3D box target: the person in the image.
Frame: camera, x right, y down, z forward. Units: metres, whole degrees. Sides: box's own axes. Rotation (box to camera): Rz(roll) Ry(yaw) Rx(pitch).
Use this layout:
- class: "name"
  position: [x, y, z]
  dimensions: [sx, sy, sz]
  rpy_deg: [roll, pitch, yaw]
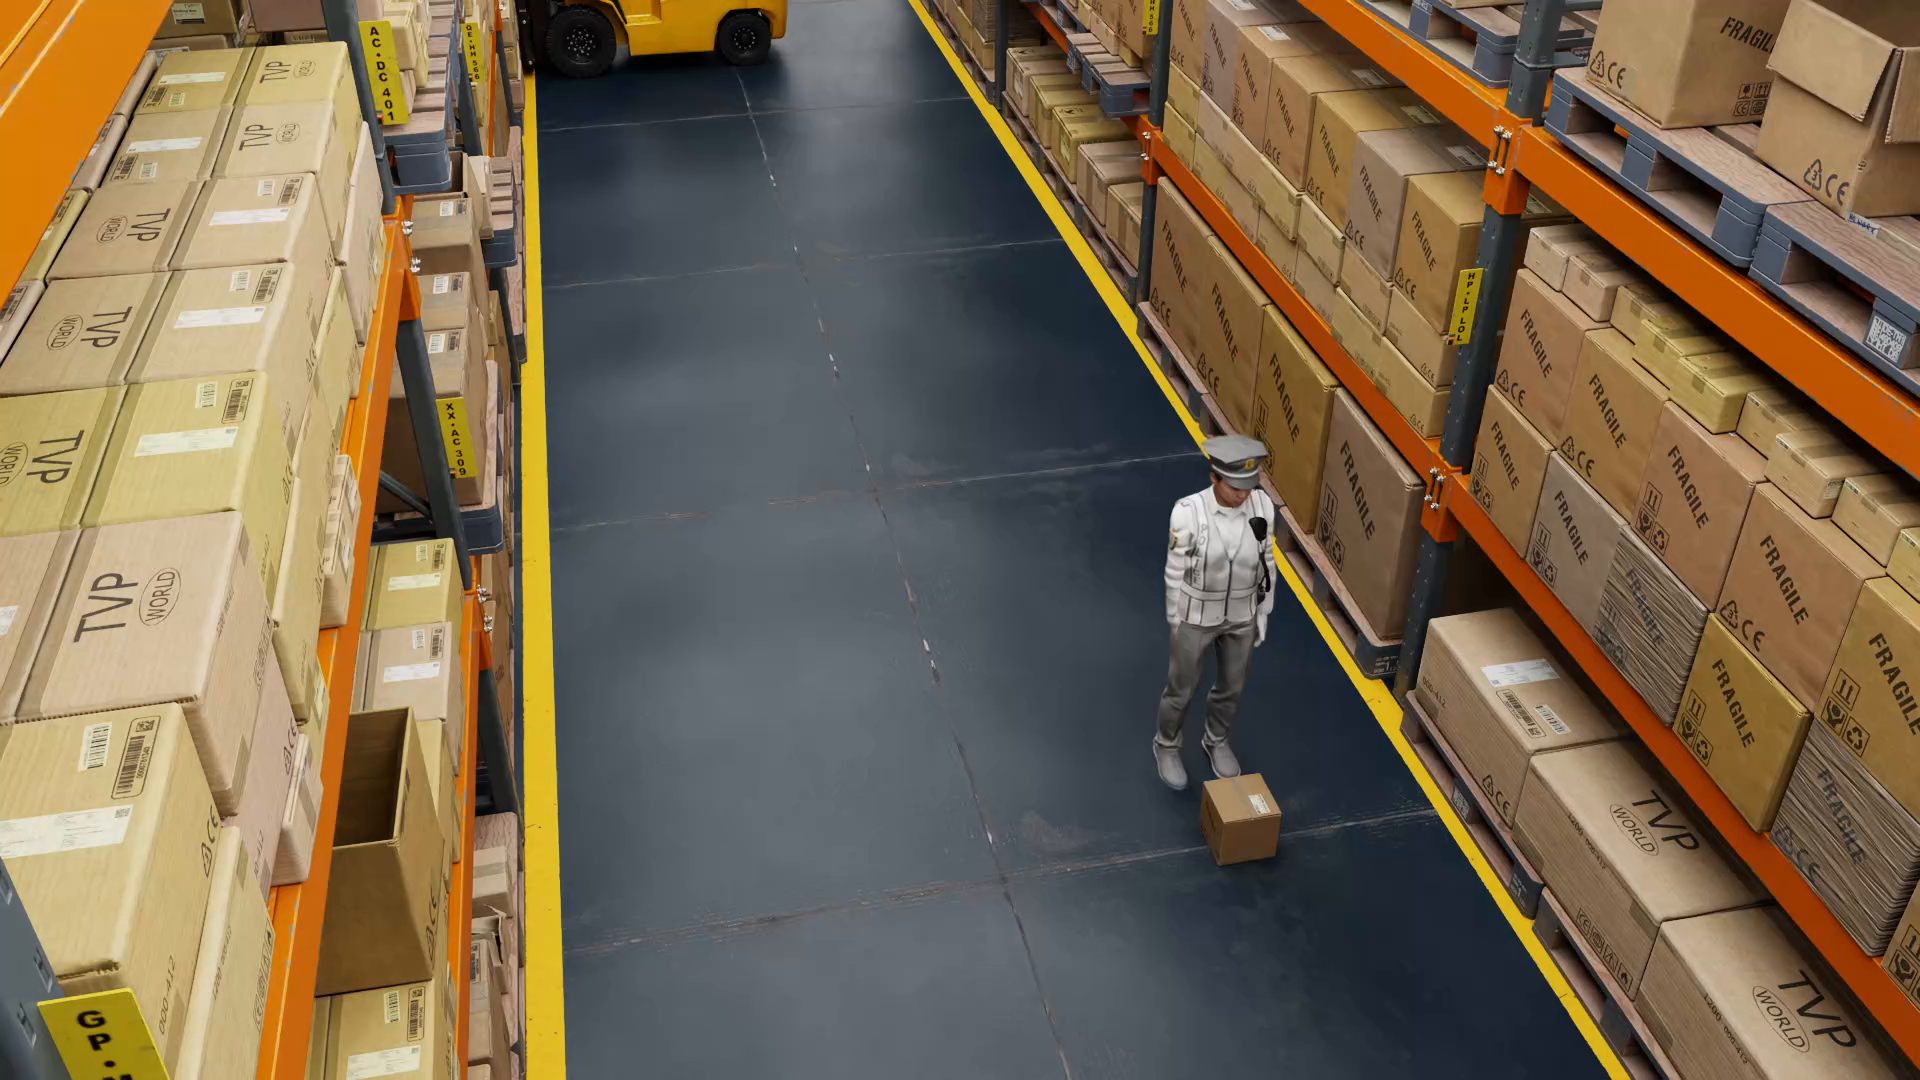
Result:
- class: "person"
  position: [1.073, 0.324, 6.900]
  dimensions: [0.468, 1.677, 0.327]
  rpy_deg: [-7, 35, -10]
